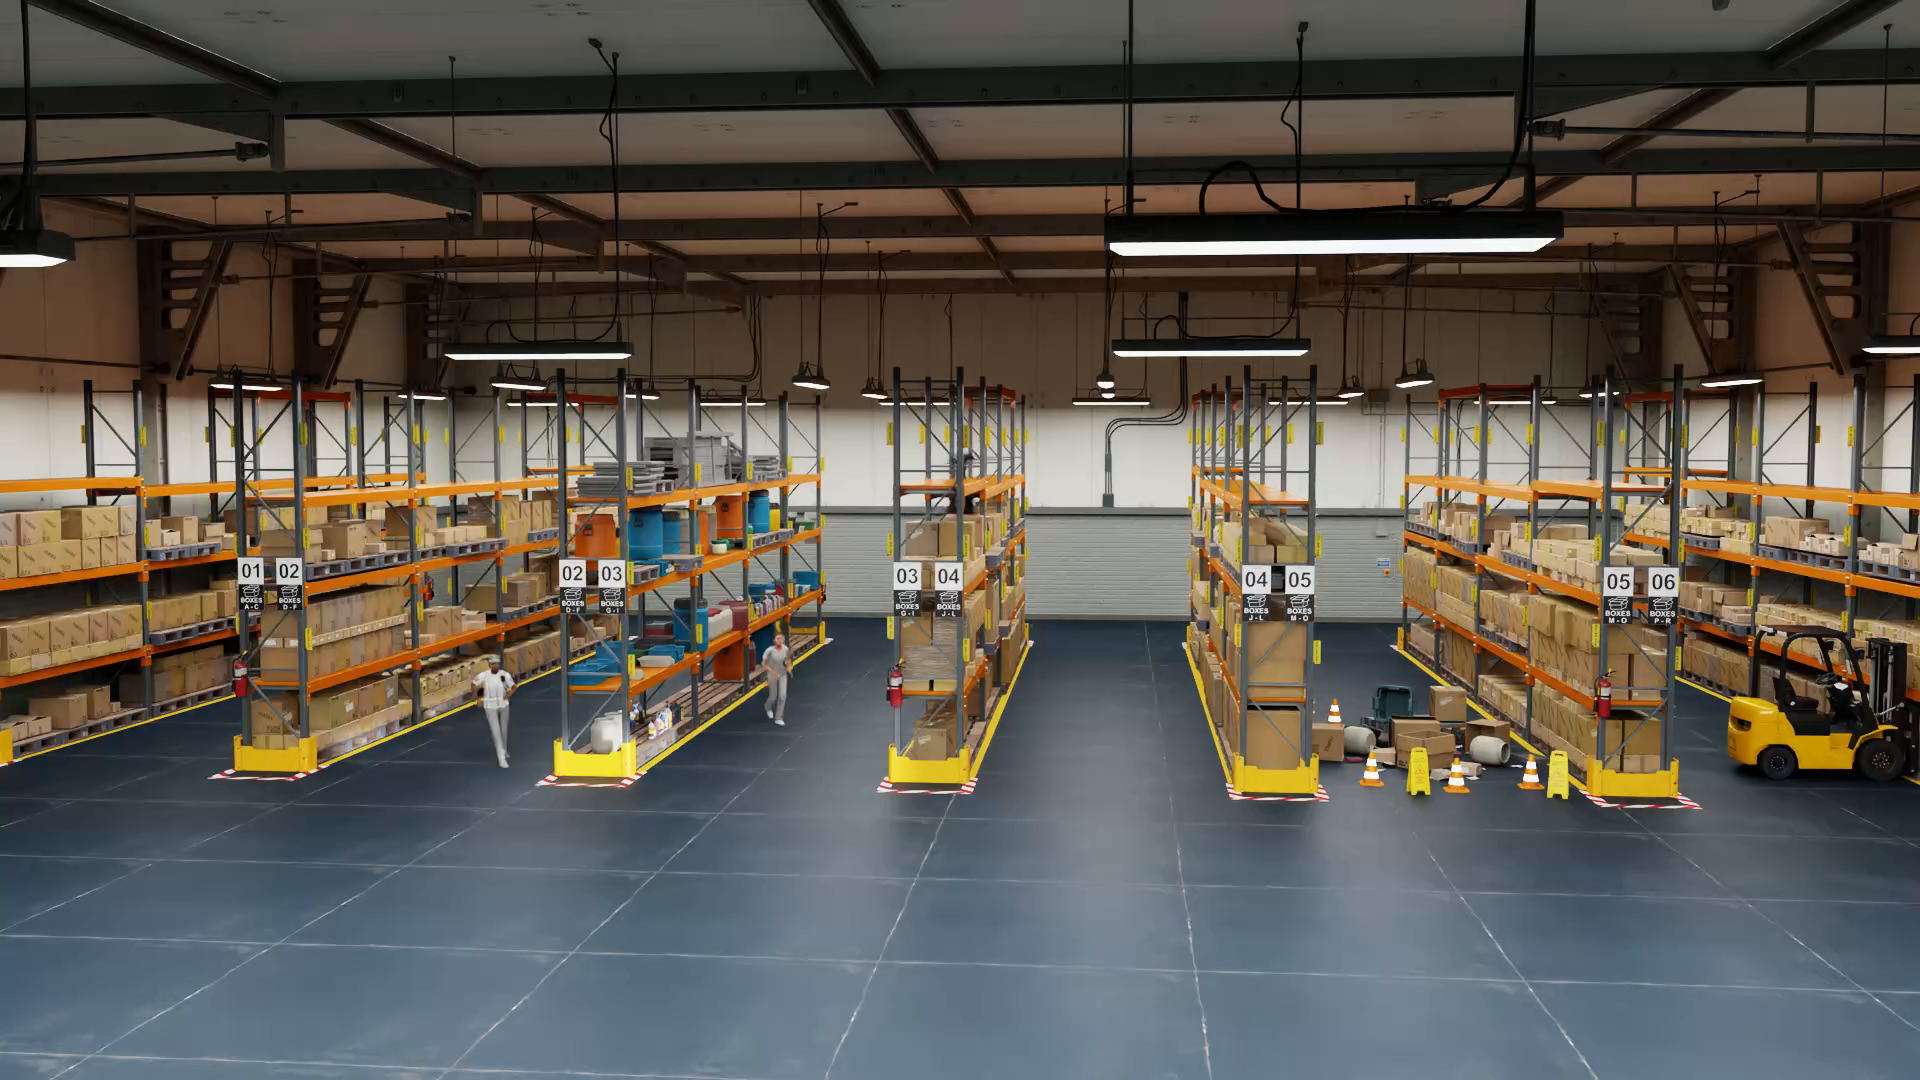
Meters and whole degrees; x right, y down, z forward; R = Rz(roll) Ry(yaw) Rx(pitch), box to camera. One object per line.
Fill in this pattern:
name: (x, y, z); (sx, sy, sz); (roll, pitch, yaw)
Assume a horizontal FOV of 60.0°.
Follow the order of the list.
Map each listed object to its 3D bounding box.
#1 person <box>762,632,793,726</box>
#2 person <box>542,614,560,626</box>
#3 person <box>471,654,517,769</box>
person: (-3.225, 2.394, 29.040); (0.562, 1.623, 0.789); (-2, 4, -24)
person: (-10.258, 1.482, 42.170); (0.804, 1.845, 0.643); (0, 4, 2)
person: (-7.093, 2.596, 25.364); (0.660, 1.742, 0.774); (-2, 4, -25)
